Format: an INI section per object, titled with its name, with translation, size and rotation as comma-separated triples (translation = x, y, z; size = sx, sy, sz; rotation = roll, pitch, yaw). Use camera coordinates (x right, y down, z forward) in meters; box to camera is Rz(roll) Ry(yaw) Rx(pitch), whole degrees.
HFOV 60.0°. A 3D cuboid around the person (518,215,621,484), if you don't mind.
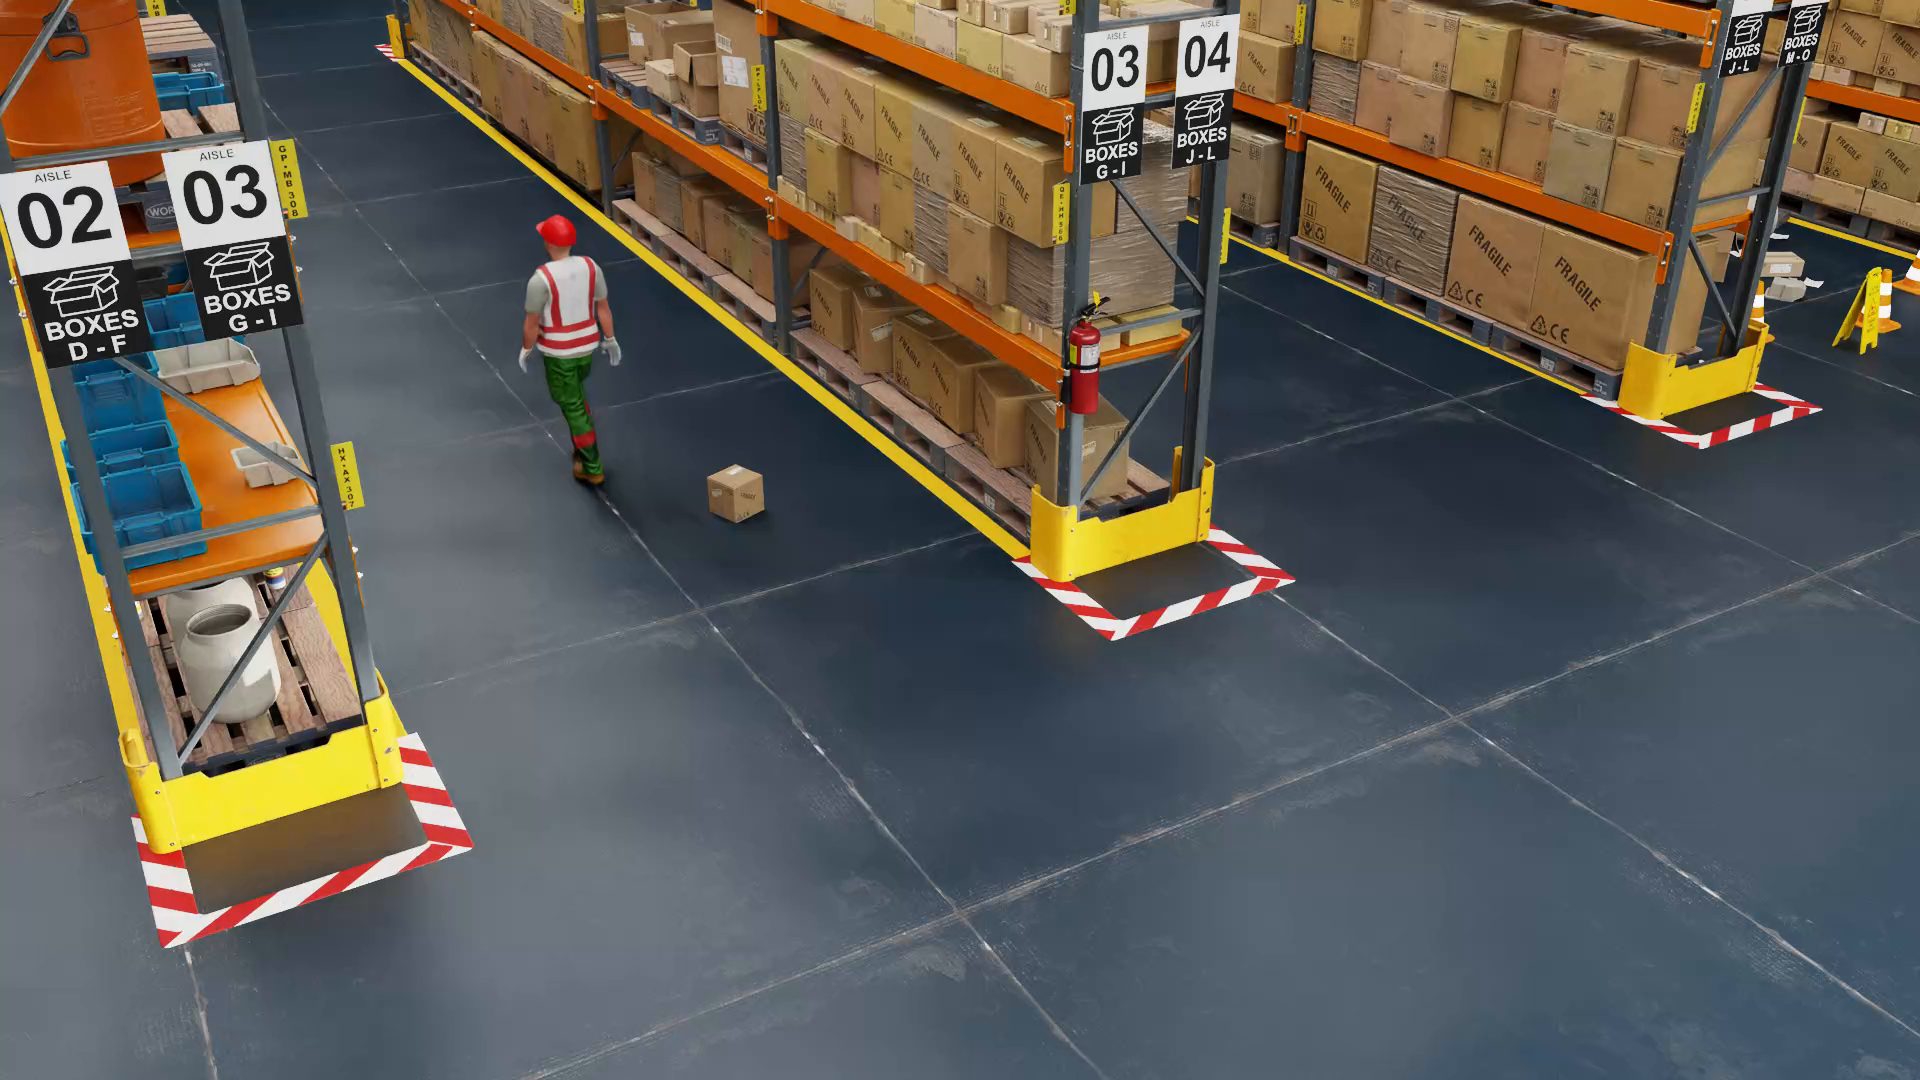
[person]
translation = -2.538, -1.224, 10.775
size = 0.542, 1.837, 0.599
rotation = 24, 37, 37
